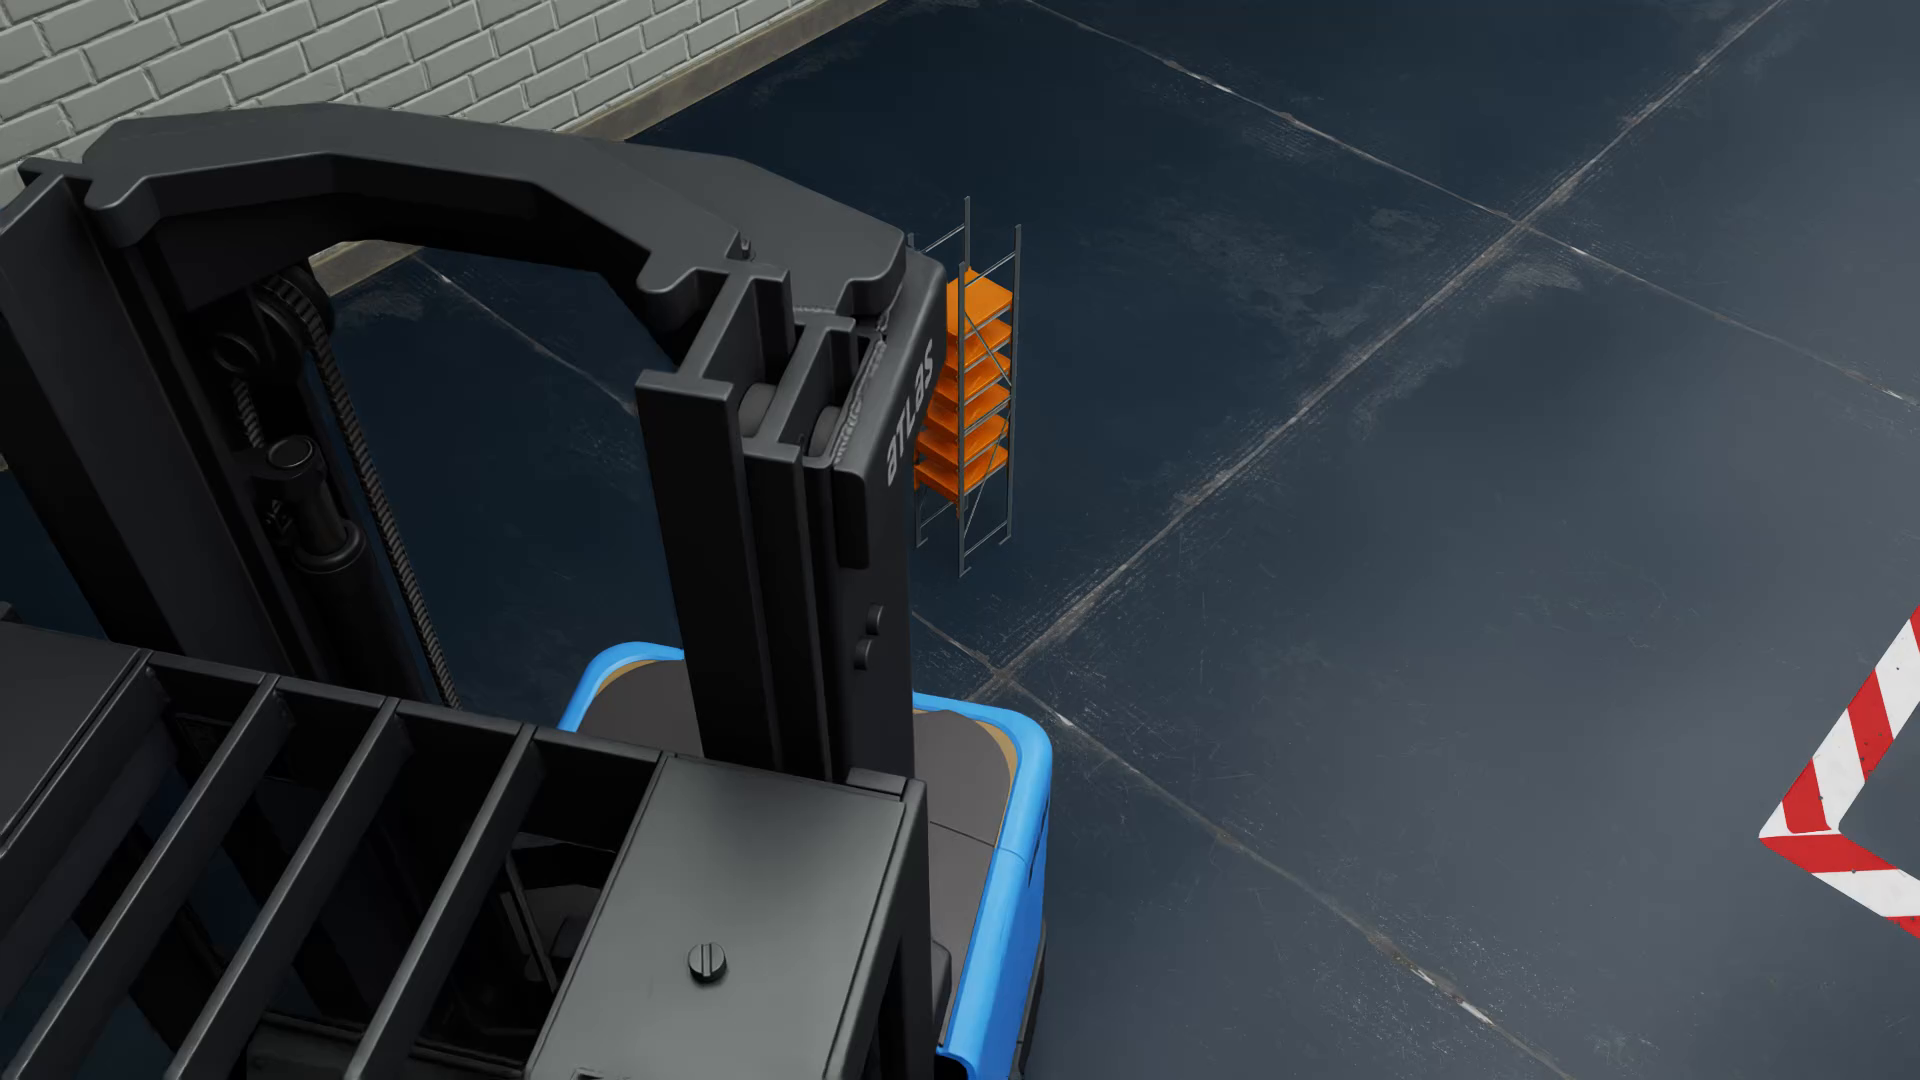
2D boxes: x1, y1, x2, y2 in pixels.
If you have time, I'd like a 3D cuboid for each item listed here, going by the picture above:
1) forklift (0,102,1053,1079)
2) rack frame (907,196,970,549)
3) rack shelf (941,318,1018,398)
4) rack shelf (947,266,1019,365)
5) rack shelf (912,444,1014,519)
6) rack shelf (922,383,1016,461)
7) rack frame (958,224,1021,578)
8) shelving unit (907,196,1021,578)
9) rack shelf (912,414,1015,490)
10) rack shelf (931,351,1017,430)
[{"bbox_3d":[-0.628,1.065,2.240,1.130,2.935,3.031,10,48,9],"label":"forklift"},{"bbox_3d":[-0.057,-0.449,4.848,0.006,1.200,0.240,34,55,28],"label":"rack frame"},{"bbox_3d":[0.011,-0.537,4.663,0.180,0.103,0.258,34,55,28],"label":"rack shelf"},{"bbox_3d":[0.011,-0.620,4.576,0.180,0.103,0.258,34,55,28],"label":"rack shelf"},{"bbox_3d":[0.011,-0.209,5.013,0.180,0.103,0.258,34,55,28],"label":"rack shelf"},{"bbox_3d":[0.011,-0.373,4.838,0.180,0.103,0.258,34,55,28],"label":"rack shelf"},{"bbox_3d":[0.078,-0.358,4.763,0.006,1.200,0.240,34,55,28],"label":"rack frame"},{"bbox_3d":[0.011,-0.404,4.806,0.189,1.200,0.258,34,55,28],"label":"shelving unit"},{"bbox_3d":[0.011,-0.291,4.926,0.180,0.103,0.258,34,55,28],"label":"rack shelf"},{"bbox_3d":[0.011,-0.455,4.751,0.180,0.103,0.258,34,55,28],"label":"rack shelf"}]
